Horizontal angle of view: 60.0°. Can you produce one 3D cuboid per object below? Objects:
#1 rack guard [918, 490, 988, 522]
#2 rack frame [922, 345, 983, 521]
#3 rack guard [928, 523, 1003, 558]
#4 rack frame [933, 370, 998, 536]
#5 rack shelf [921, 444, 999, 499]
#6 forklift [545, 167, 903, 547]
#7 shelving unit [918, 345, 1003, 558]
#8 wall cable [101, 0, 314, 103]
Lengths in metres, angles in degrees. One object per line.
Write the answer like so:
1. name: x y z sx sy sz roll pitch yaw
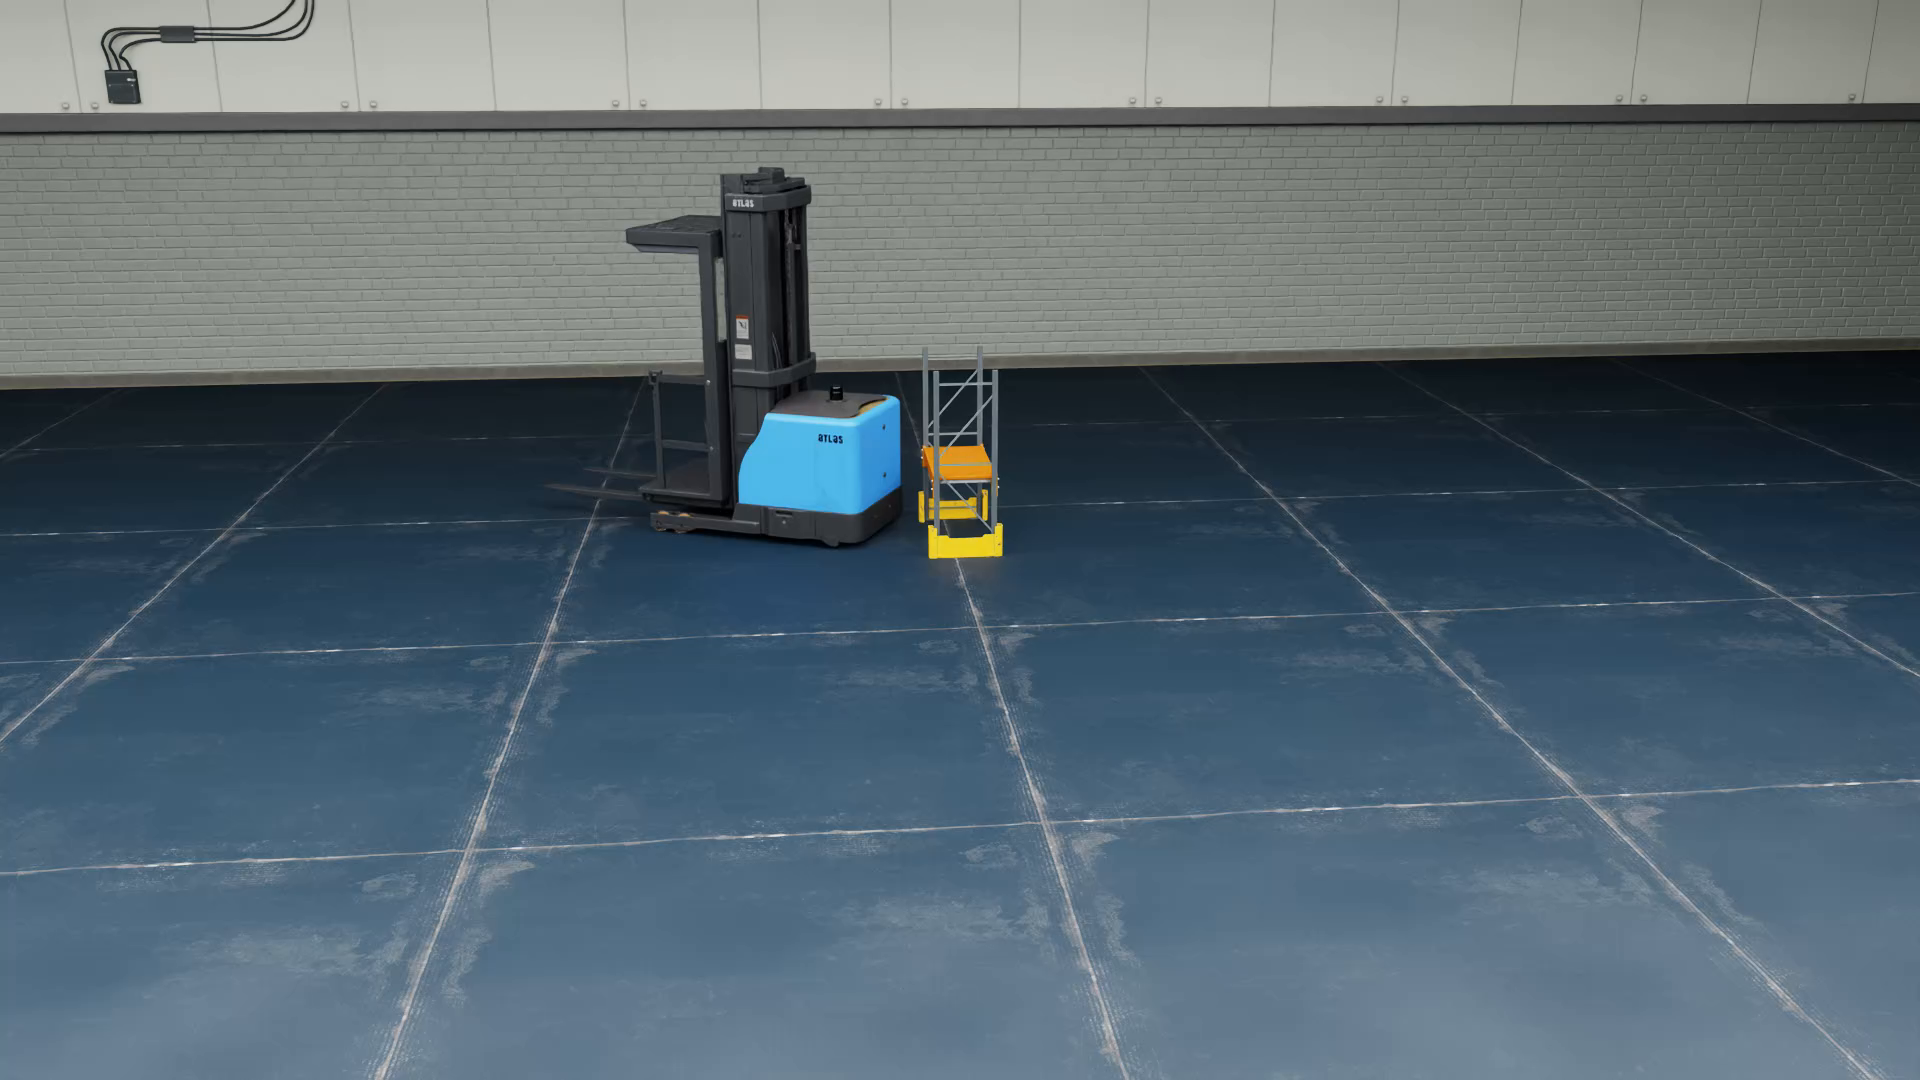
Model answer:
1. rack guard: -0.059 -0.290 14.185 0.587 0.250 0.087 -2 18 -6
2. rack frame: -0.061 -0.892 14.016 0.500 1.500 0.032 -2 18 -6
3. rack guard: 0.043 0.006 13.239 0.587 0.250 0.087 -2 18 -6
4. rack frame: 0.044 -0.590 13.051 0.500 1.500 0.032 -2 18 -6
5. rack shelf: -0.009 -0.569 13.587 0.538 0.185 1.000 -2 18 -6
6. forklift: -2.064 -1.594 13.860 3.031 2.935 1.130 6 18 18
7. shelving unit: -0.008 -0.738 13.525 0.587 1.500 1.083 -2 18 -6
8. wall cable: -8.248 -7.729 17.596 2.305 6.003 0.169 -2 18 -6
